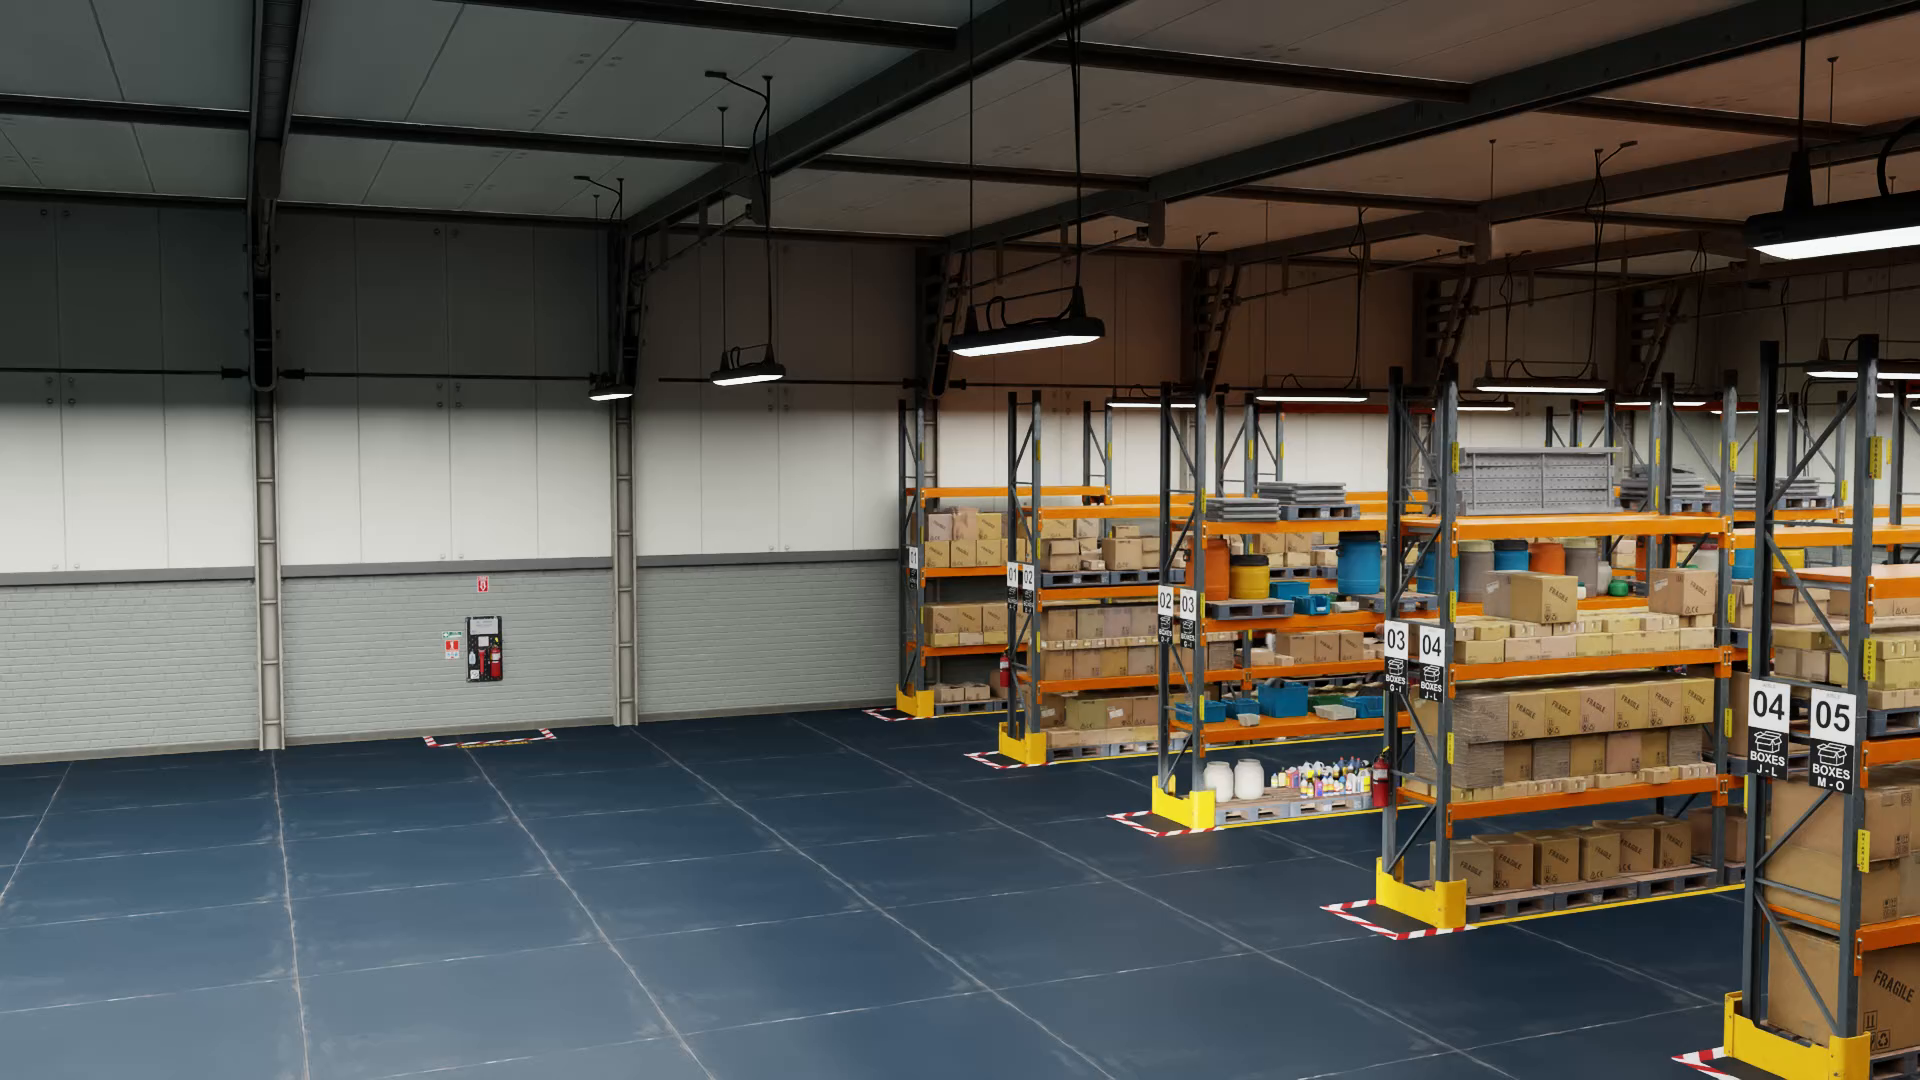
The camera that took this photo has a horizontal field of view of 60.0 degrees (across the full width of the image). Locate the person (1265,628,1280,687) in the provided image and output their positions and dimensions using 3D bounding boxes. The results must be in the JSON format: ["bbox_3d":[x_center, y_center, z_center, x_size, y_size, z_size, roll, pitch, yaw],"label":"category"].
[{"bbox_3d":[6.173,2.417,33.087,0.414,1.600,0.437,1,4,18],"label":"person"}]

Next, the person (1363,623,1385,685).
[{"bbox_3d":[8.083,2.437,32.135,1.065,1.671,0.558,-2,4,-26],"label":"person"}]
